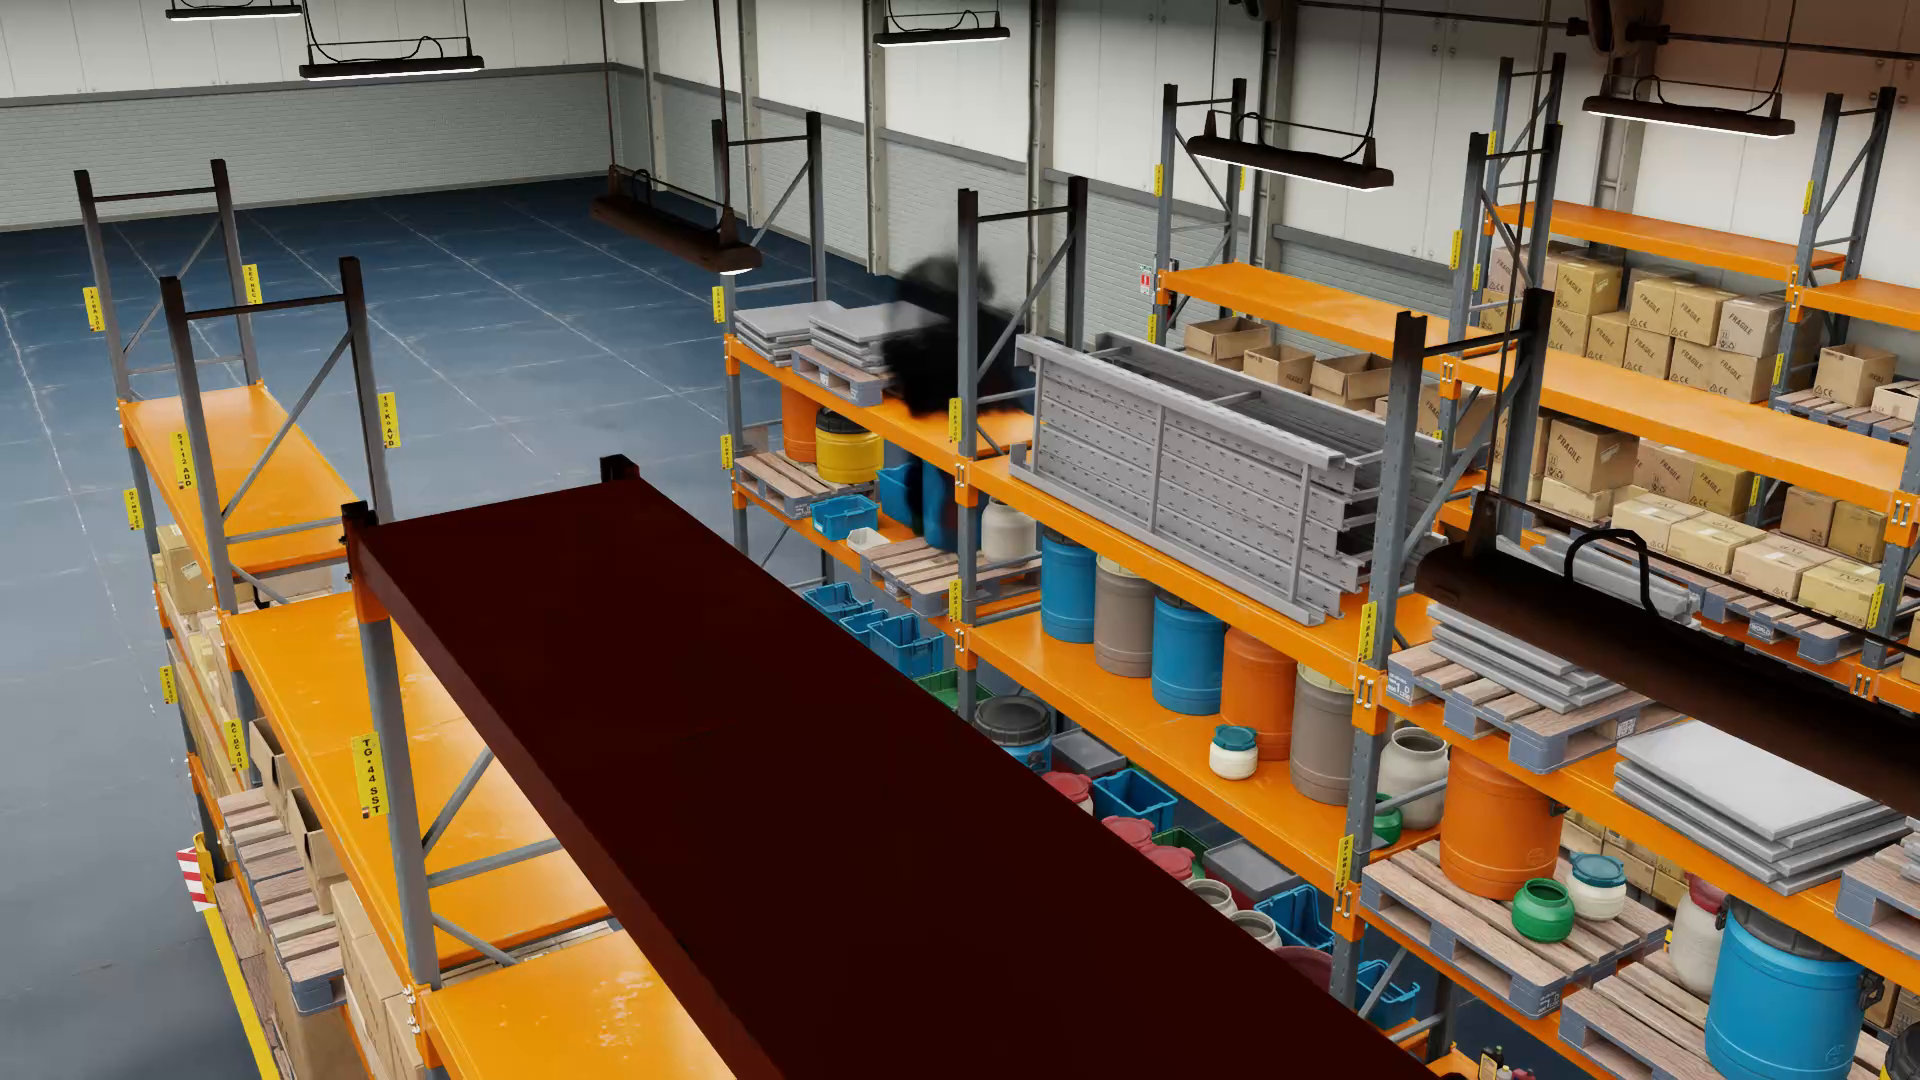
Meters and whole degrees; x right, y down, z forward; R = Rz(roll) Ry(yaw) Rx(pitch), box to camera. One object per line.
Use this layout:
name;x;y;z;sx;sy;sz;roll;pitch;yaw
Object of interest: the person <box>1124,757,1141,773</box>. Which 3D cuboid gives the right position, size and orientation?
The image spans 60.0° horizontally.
person;1.398;1.339;14.884;0.667;1.796;0.893;-16;27;-35
